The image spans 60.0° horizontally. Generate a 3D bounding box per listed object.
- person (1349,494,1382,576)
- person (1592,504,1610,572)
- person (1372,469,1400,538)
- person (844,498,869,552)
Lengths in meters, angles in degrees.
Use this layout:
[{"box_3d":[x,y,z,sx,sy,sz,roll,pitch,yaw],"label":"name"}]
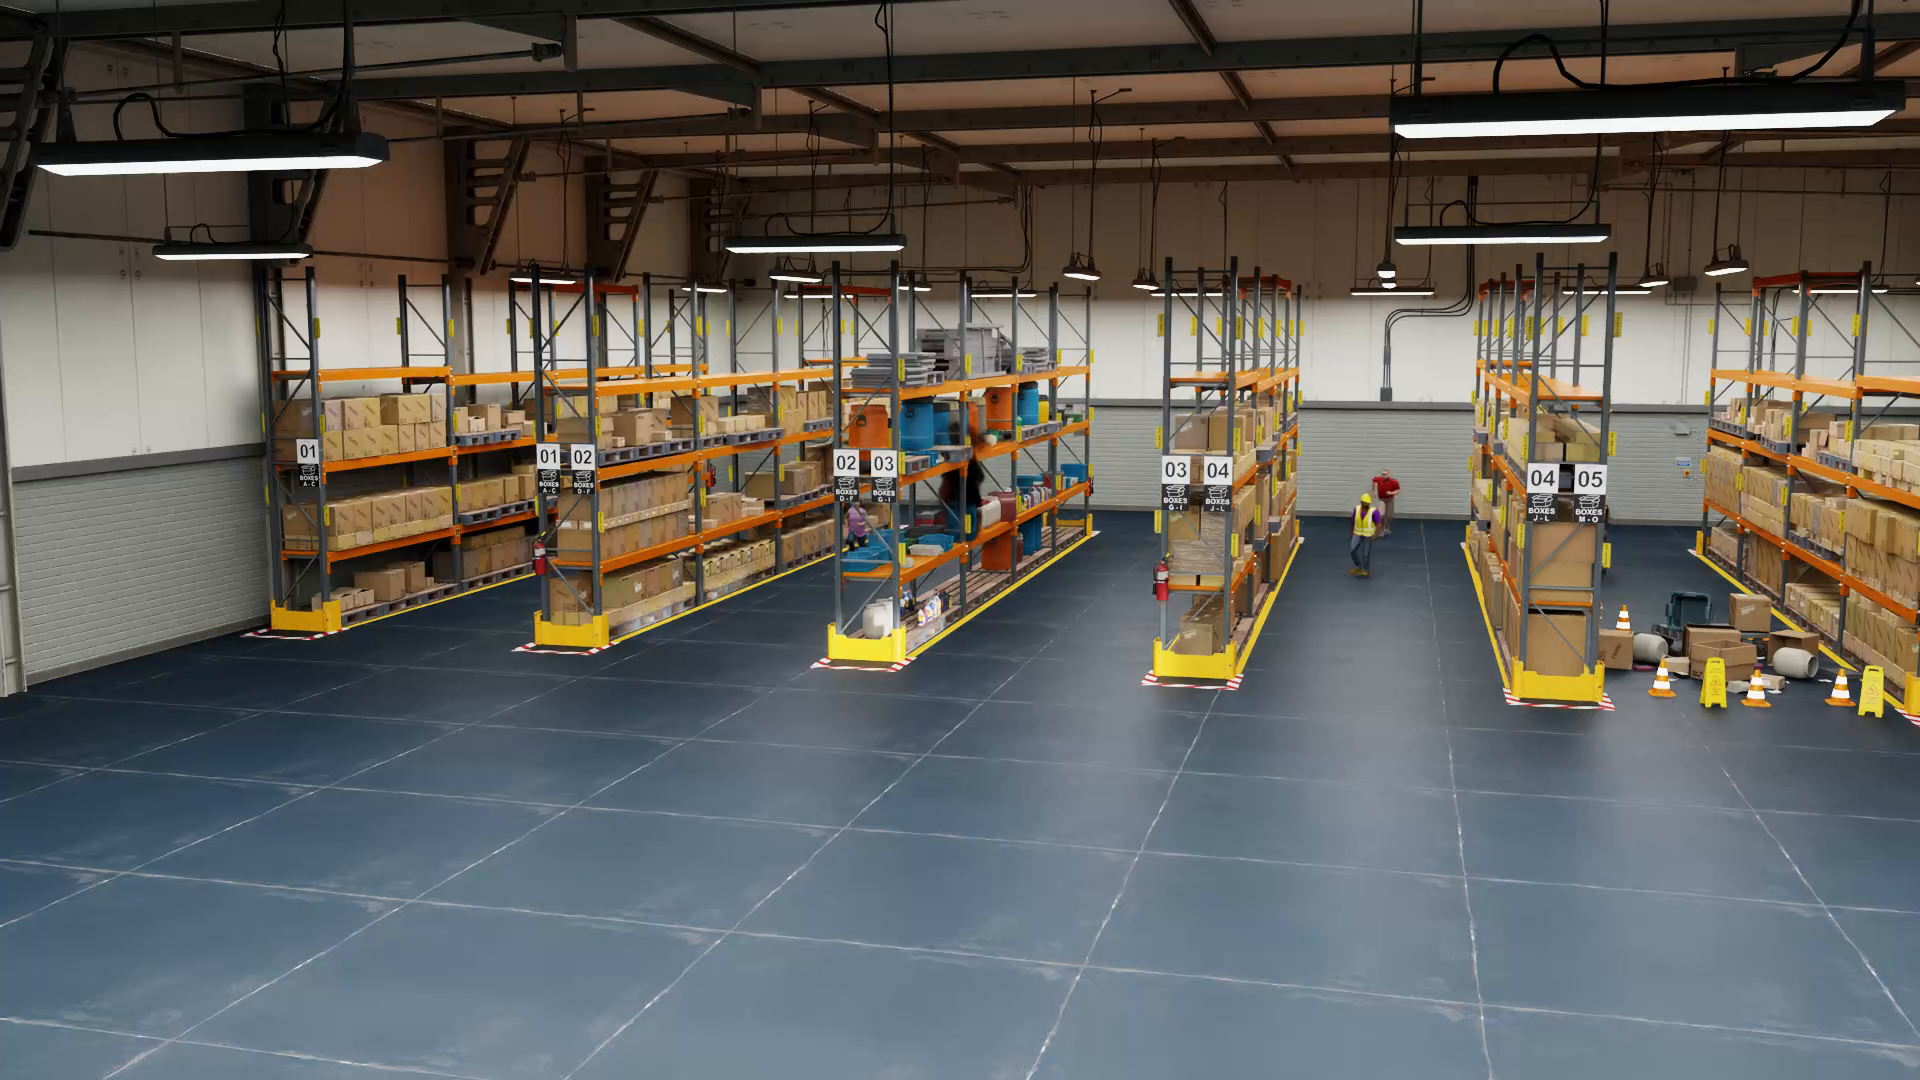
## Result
[{"box_3d":[8.144,-0.100,33.468,0.694,1.706,0.735,4,8,27],"label":"person"},{"box_3d":[13.175,-0.183,34.476,0.643,1.636,0.939,0,7,2],"label":"person"},{"box_3d":[10.262,-0.860,40.108,0.686,1.728,0.946,2,8,17],"label":"person"},{"box_3d":[-2.096,-0.102,33.693,0.538,1.528,0.888,0,7,2],"label":"person"}]
